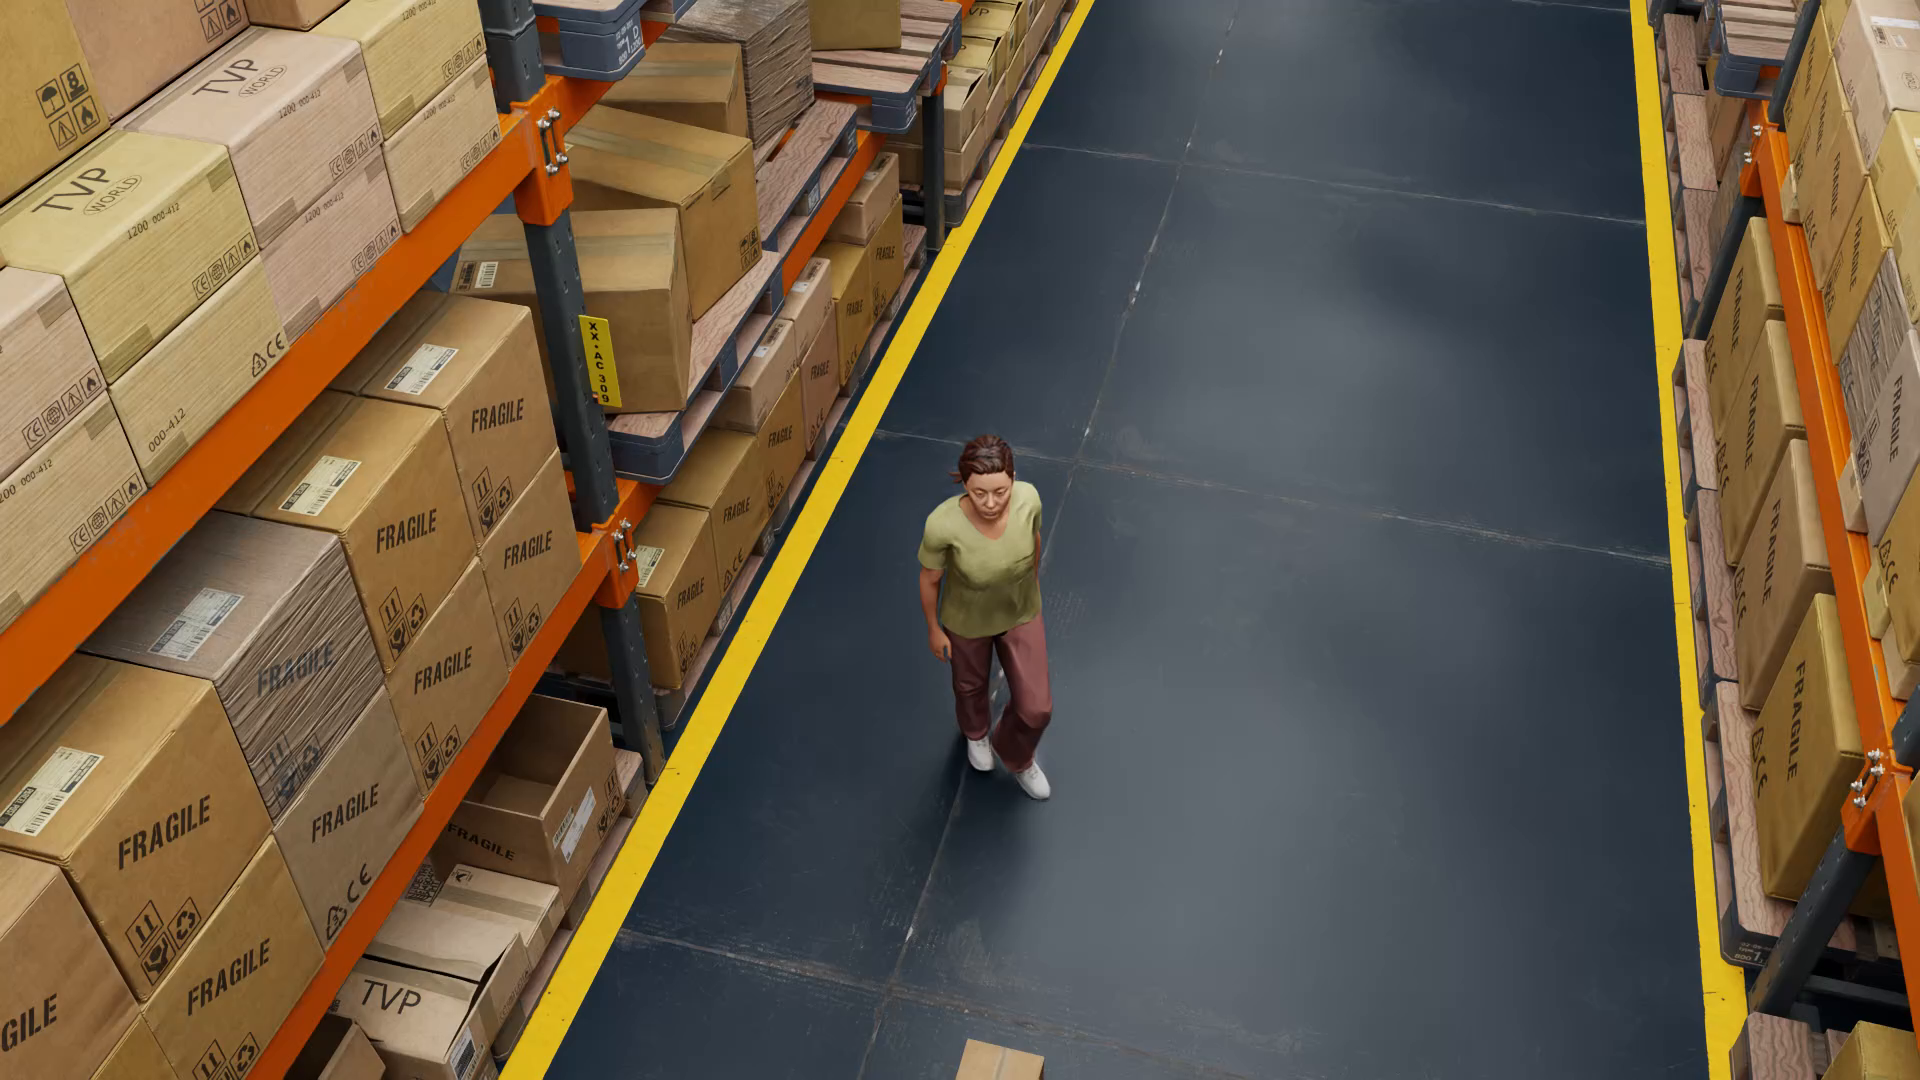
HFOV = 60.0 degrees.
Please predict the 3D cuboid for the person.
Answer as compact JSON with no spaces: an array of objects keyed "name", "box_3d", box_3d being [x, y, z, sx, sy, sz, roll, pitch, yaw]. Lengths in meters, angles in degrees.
[{"name":"person","box_3d":[0.081,0.265,5.851,0.472,1.673,0.534,-9,42,-10]}]
